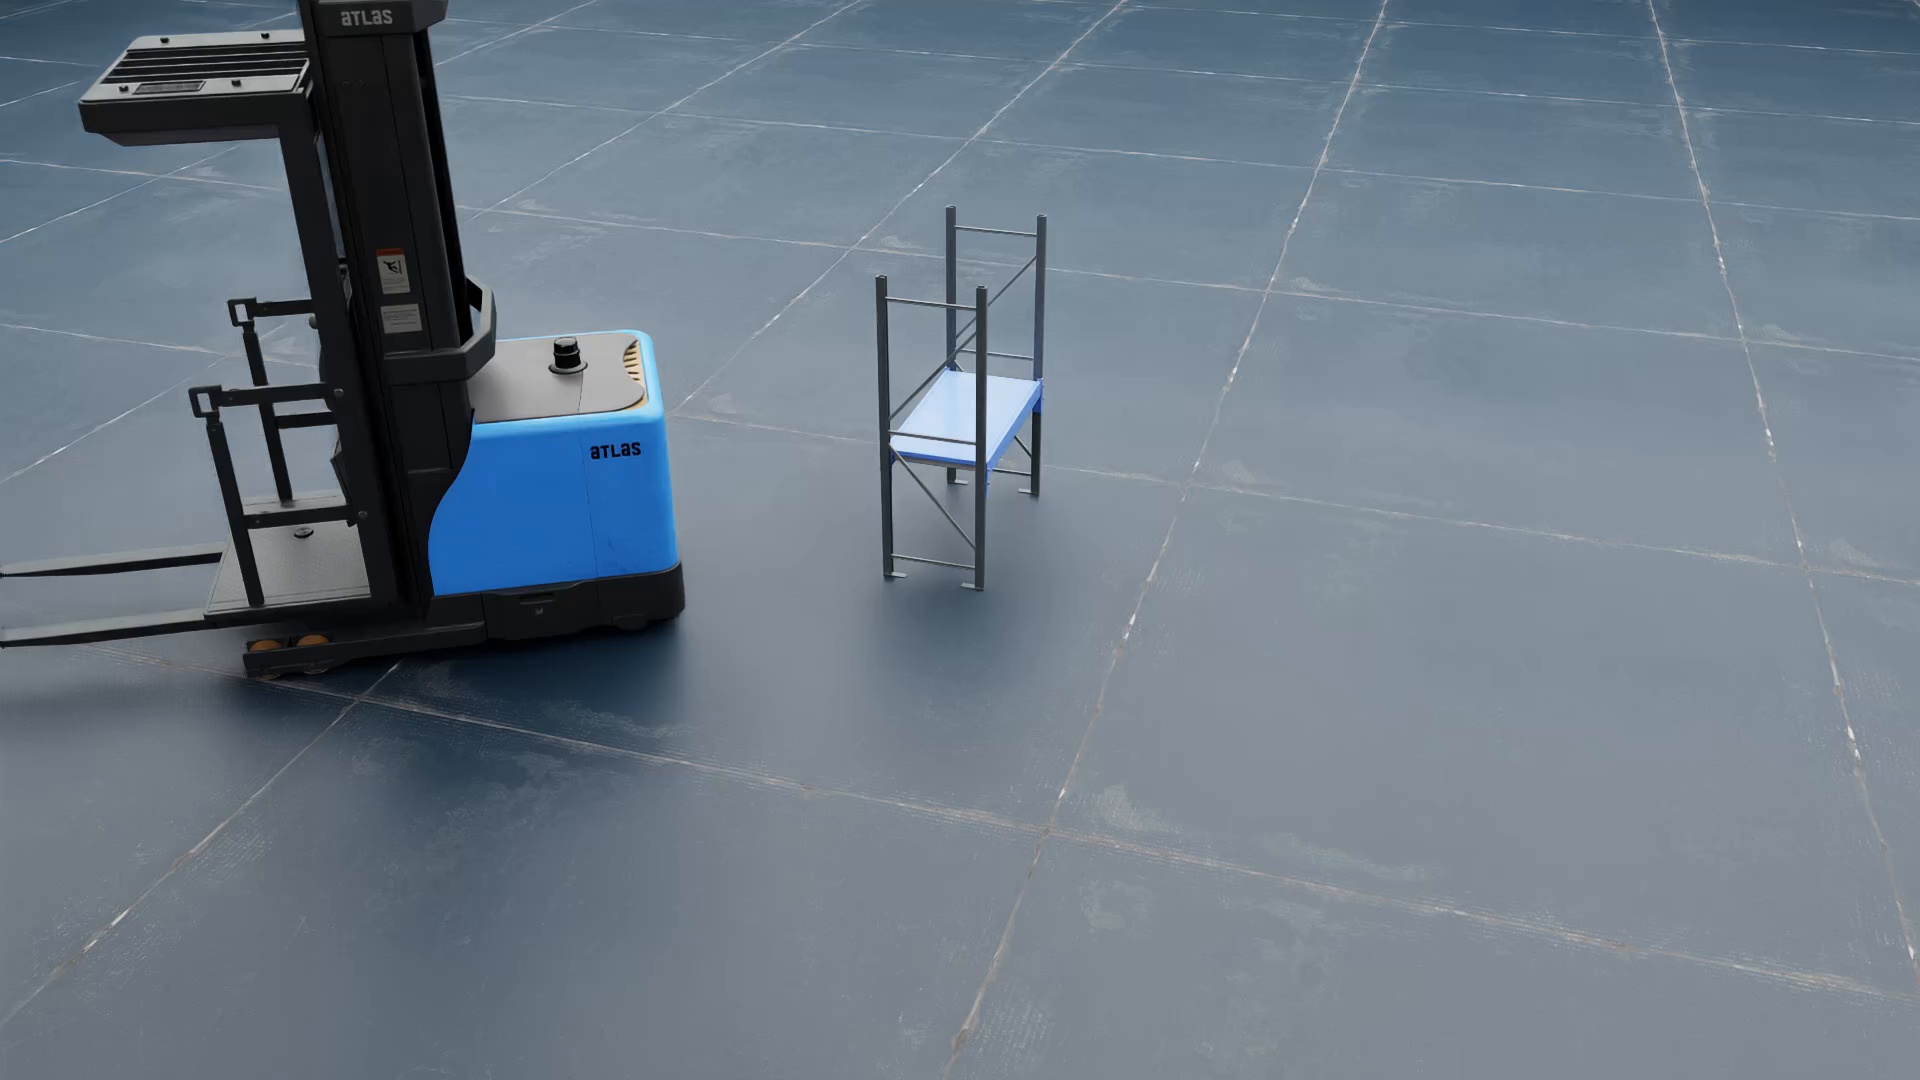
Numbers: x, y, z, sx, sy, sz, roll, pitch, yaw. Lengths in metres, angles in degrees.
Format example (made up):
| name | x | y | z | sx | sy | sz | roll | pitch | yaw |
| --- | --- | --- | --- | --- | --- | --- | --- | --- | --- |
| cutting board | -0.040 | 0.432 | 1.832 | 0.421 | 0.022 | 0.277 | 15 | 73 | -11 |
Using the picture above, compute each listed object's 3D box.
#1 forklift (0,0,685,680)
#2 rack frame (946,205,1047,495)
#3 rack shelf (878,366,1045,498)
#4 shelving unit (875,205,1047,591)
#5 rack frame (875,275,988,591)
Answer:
| name | x | y | z | sx | sy | sz | roll | pitch | yaw |
| --- | --- | --- | --- | --- | --- | --- | --- | --- | --- |
| forklift | -2.822 | -0.961 | 6.963 | 3.031 | 2.935 | 1.130 | -6 | 30 | -11 |
| rack frame | 0.174 | -0.931 | 8.381 | 0.500 | 1.500 | 0.032 | 8 | 30 | 15 |
| rack shelf | 0.025 | -0.538 | 8.044 | 0.538 | 0.185 | 1.000 | 8 | 30 | 15 |
| shelving unit | 0.025 | -0.695 | 7.957 | 0.538 | 1.500 | 1.048 | 8 | 30 | 15 |
| rack frame | -0.124 | -0.459 | 7.532 | 0.500 | 1.500 | 0.032 | 8 | 30 | 15 |
